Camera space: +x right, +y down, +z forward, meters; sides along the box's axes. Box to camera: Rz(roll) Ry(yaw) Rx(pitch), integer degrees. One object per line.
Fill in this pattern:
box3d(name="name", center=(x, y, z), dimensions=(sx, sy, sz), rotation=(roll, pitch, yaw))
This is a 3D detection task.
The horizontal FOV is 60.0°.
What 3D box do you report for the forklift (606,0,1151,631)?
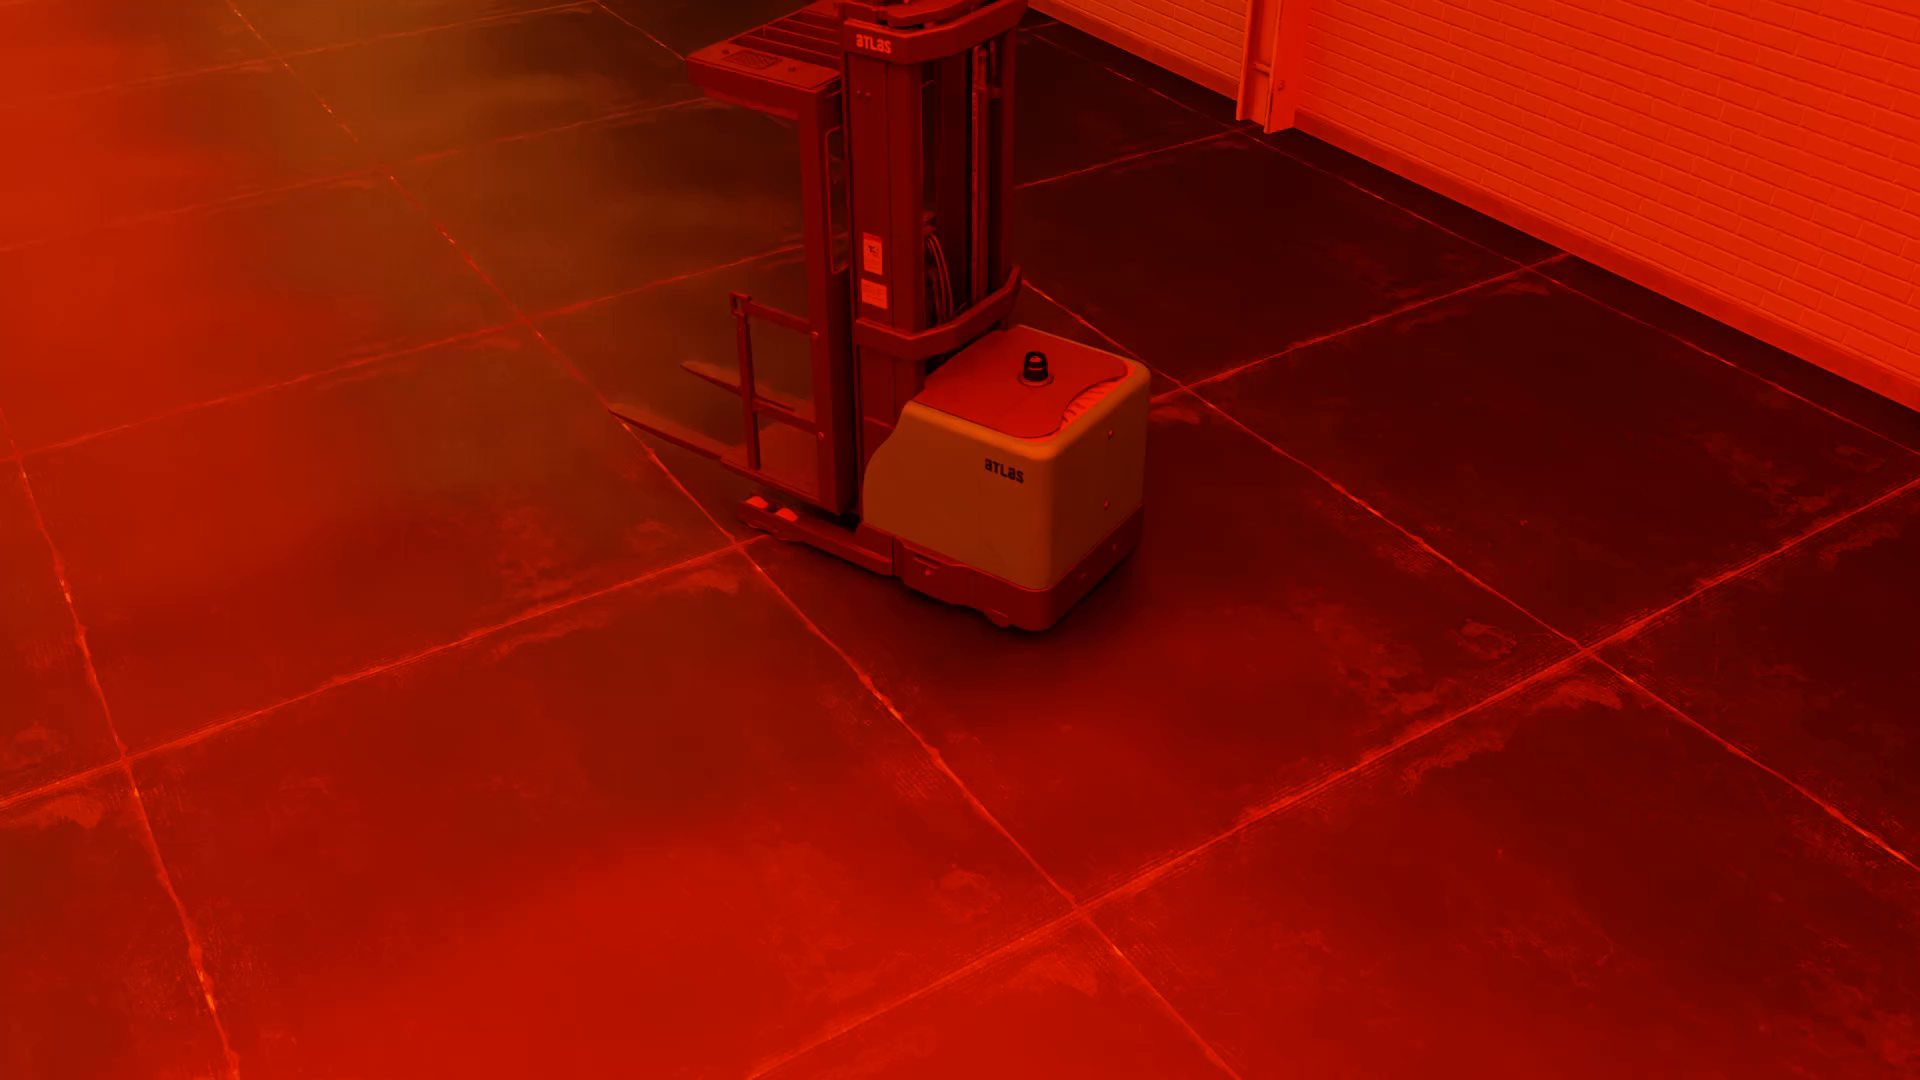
box3d(name="forklift", center=(-0.561, -1.423, 8.173), dimensions=(3.031, 2.935, 1.130), rotation=(22, 41, 28))
